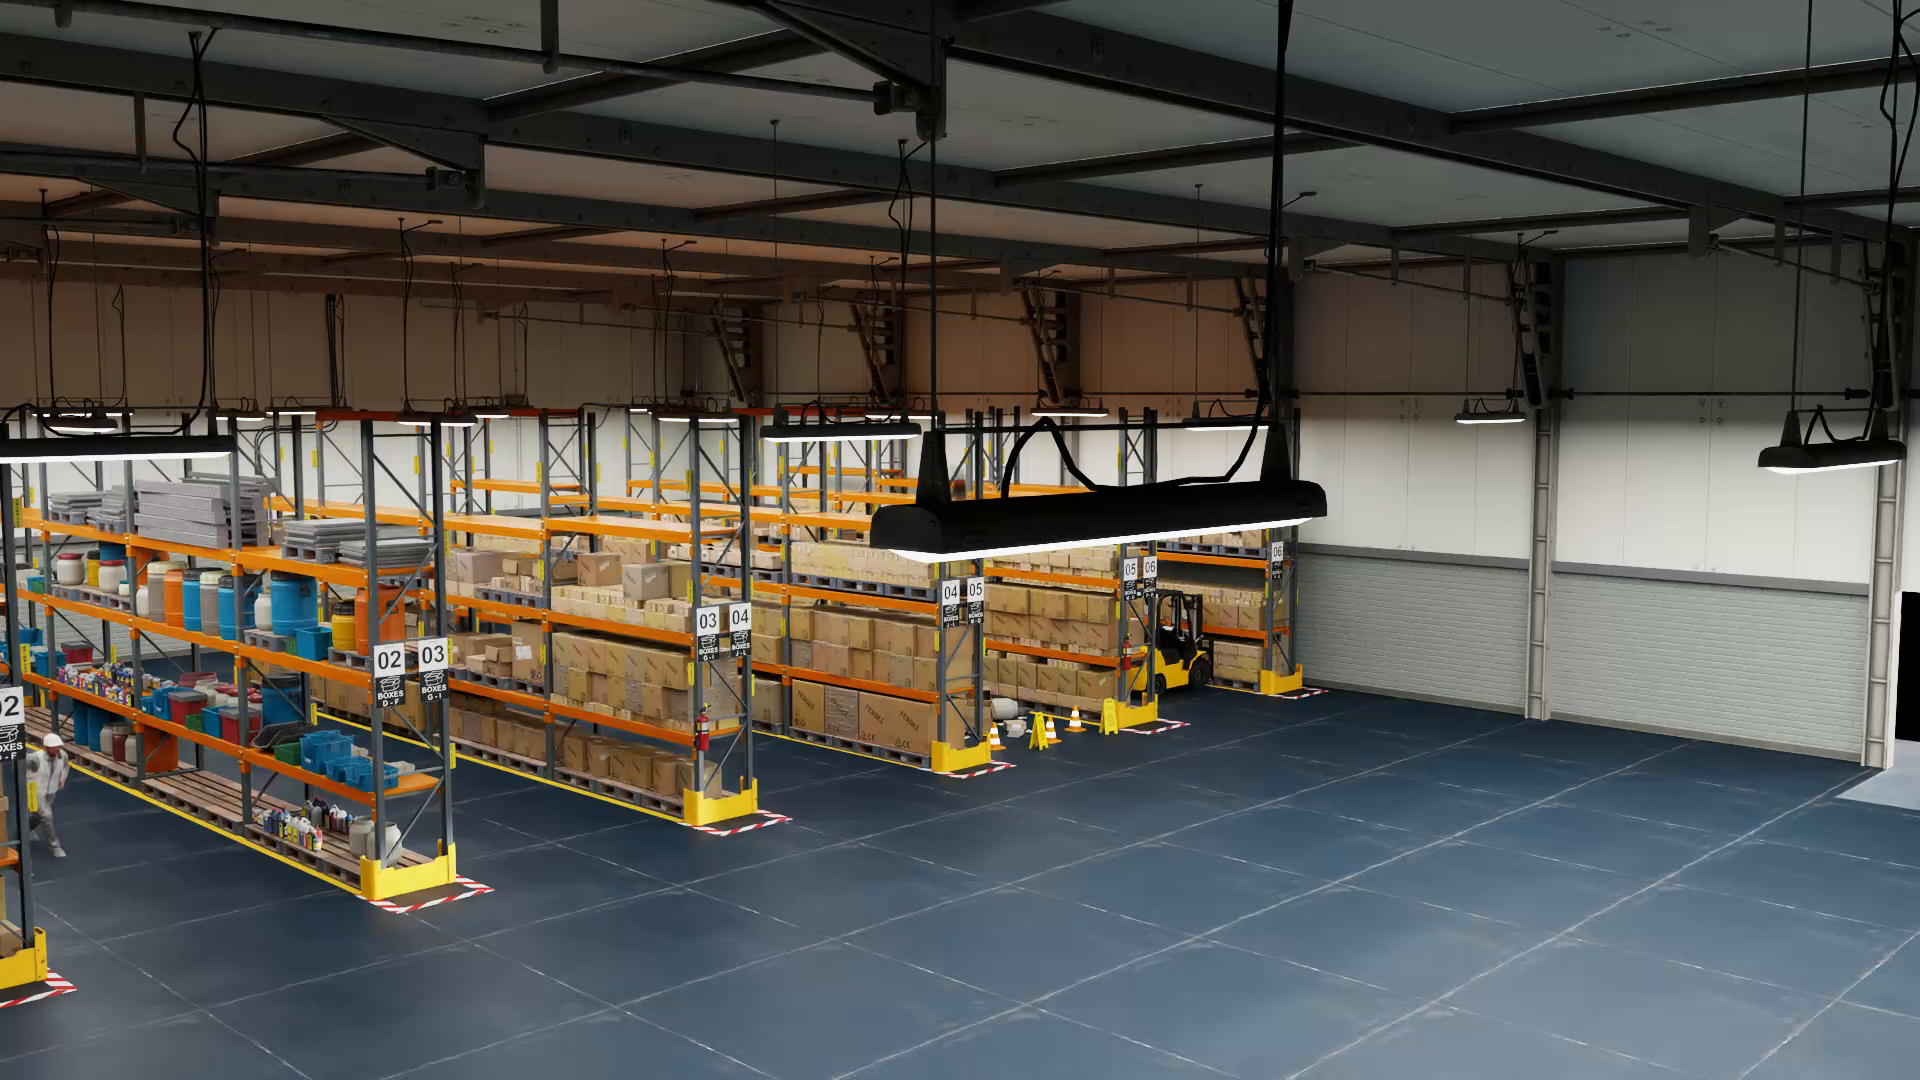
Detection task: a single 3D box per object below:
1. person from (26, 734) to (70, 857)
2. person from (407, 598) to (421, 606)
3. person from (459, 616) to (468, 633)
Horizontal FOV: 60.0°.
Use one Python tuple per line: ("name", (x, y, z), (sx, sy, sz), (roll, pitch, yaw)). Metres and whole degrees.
("person", (-12.659, 3.482, 22.880), (1.049, 1.732, 0.692), (4, 6, 35))
("person", (-12.665, 2.072, 38.786), (0.649, 1.785, 0.743), (-2, 5, -21))
("person", (-12.000, 2.010, 40.097), (0.668, 1.634, 0.617), (-4, 7, -41))
